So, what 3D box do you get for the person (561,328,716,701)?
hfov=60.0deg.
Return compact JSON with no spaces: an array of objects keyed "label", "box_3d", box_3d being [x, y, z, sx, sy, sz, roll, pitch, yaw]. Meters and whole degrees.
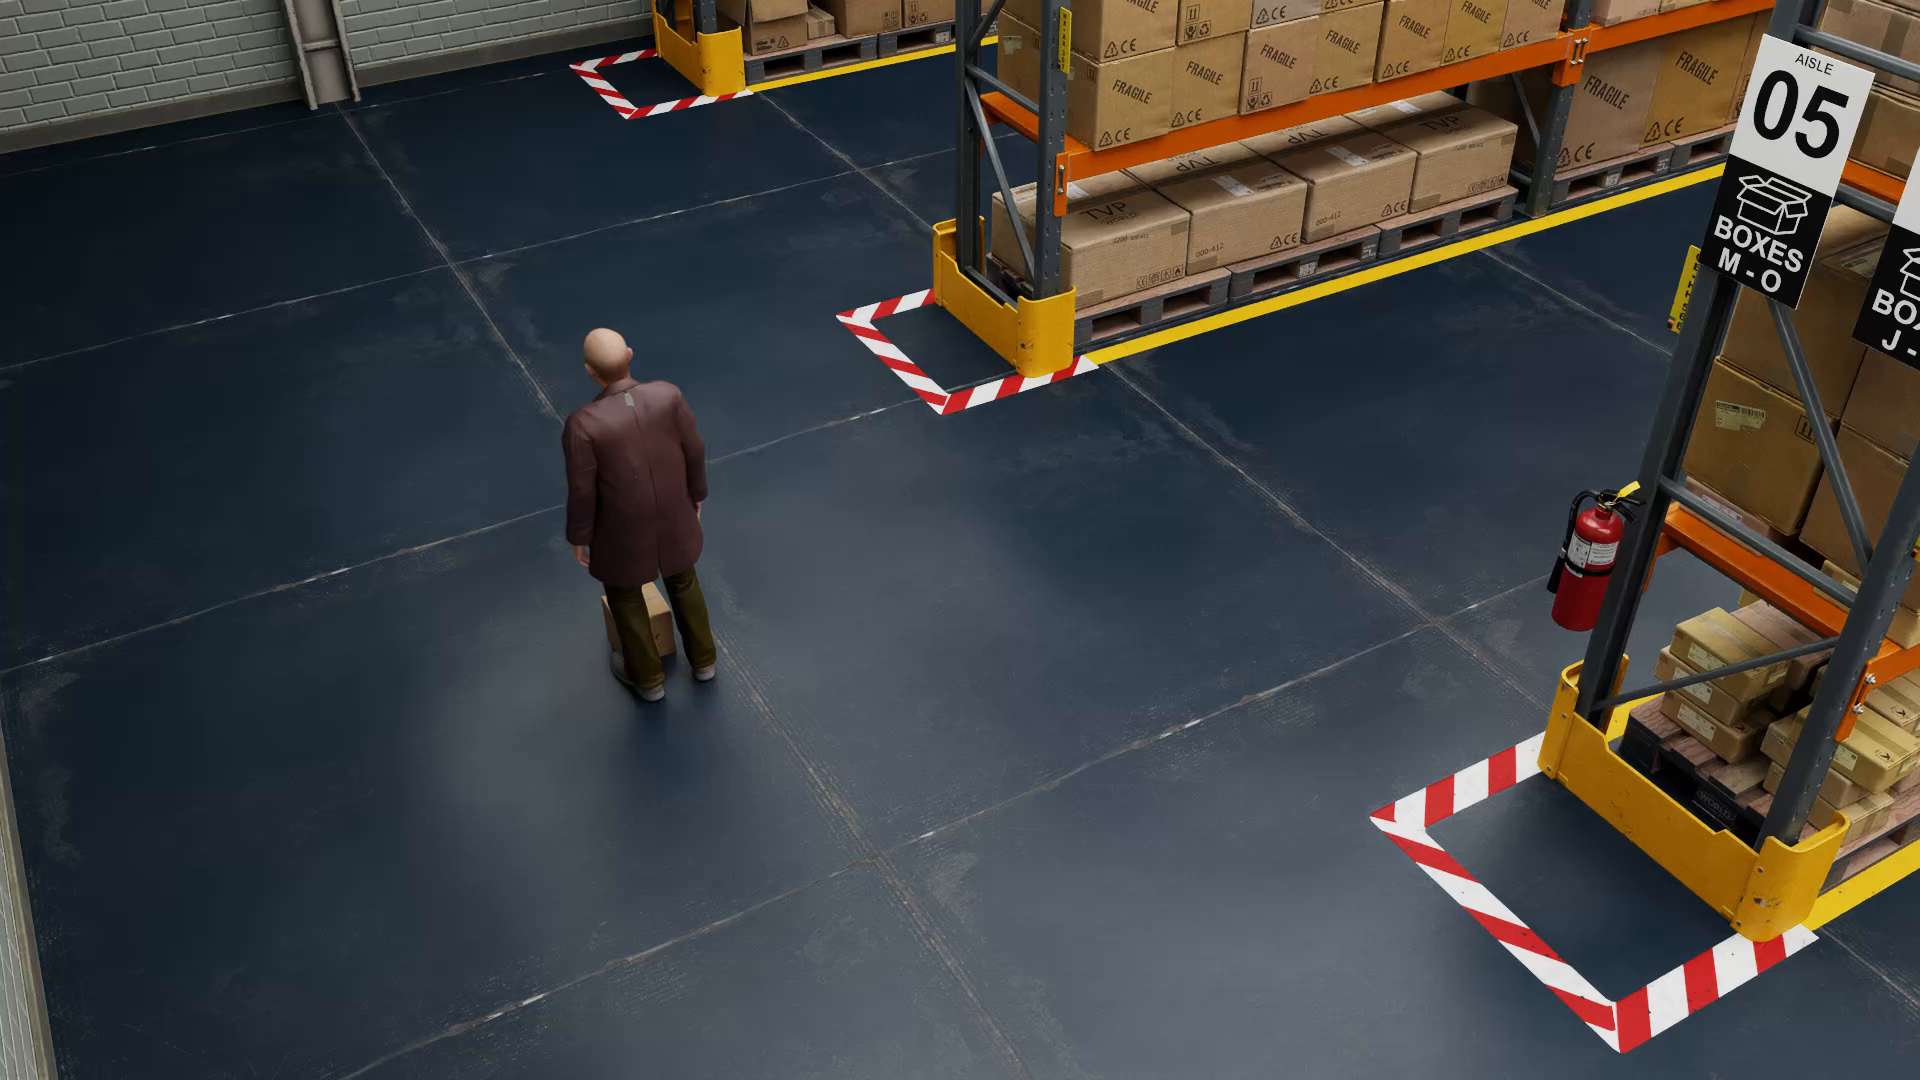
[{"label":"person","box_3d":[-1.367,-0.067,7.089,0.651,1.708,0.428,-22,41,-27]}]
